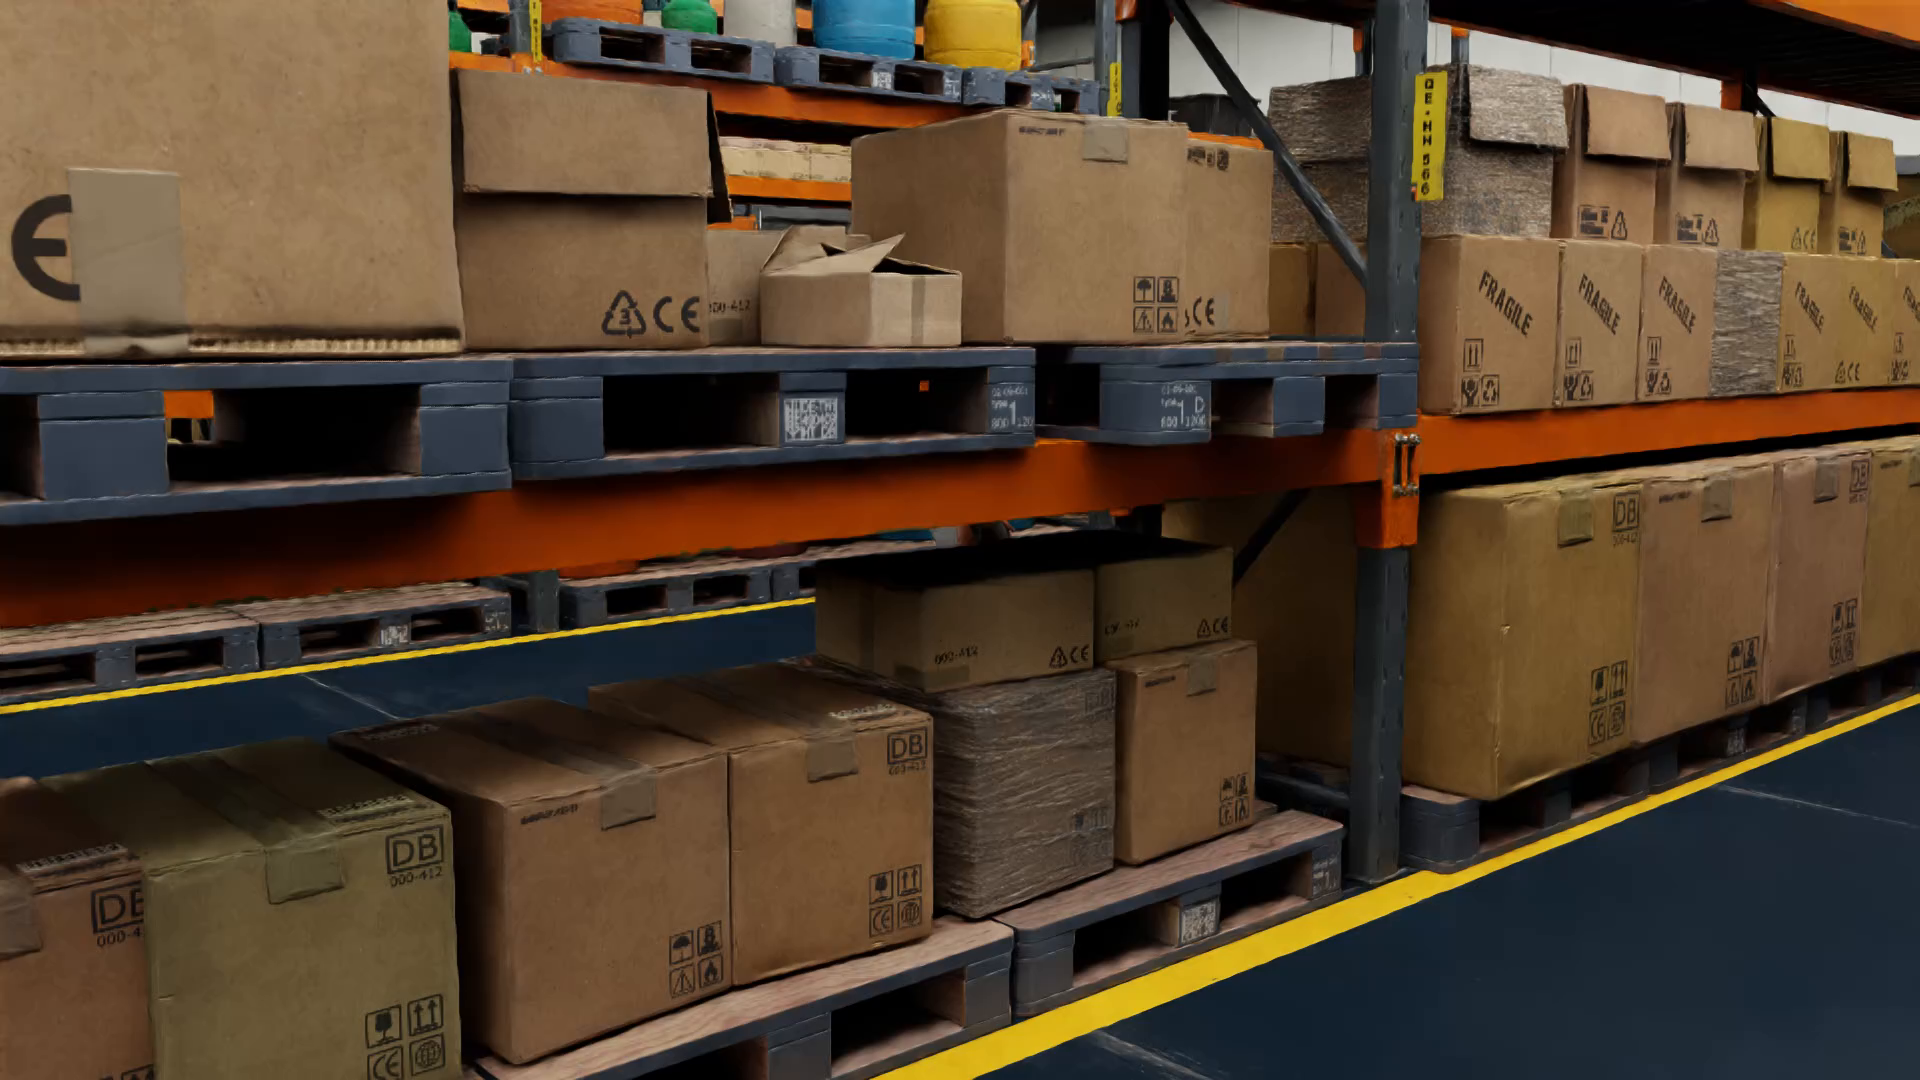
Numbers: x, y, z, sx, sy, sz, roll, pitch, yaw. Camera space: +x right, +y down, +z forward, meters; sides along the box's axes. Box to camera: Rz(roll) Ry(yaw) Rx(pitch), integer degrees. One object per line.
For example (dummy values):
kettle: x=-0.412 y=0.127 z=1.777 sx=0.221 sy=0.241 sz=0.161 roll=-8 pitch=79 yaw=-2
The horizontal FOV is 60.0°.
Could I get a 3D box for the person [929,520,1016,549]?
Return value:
person: x=-0.006 y=-0.070 z=6.261 sx=0.454 sy=1.582 sz=0.510 roll=2 pitch=8 yaw=15
